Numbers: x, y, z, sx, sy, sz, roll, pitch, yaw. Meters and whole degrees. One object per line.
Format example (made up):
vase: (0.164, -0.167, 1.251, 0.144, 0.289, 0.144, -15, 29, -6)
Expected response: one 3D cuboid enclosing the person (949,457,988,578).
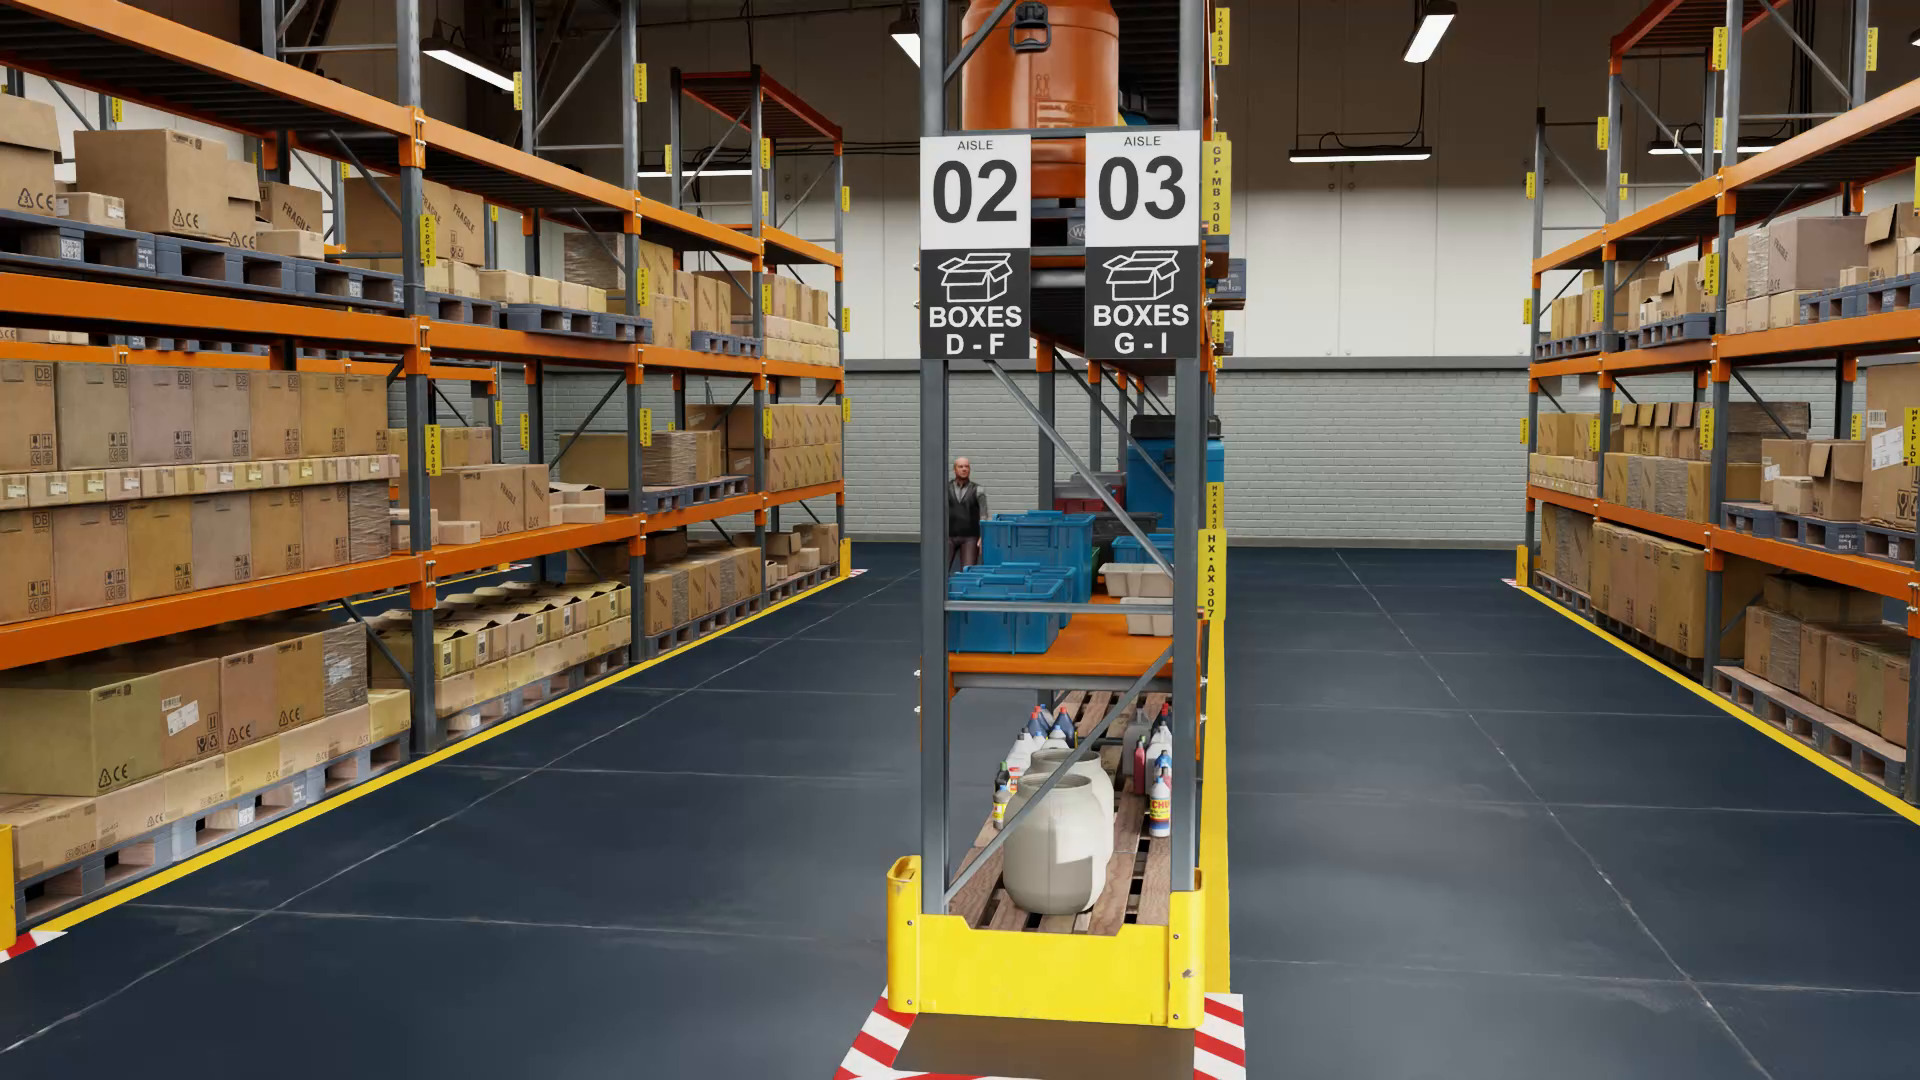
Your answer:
person: (0.001, 0.010, 17.175, 0.577, 1.720, 0.534, 0, 4, 4)
